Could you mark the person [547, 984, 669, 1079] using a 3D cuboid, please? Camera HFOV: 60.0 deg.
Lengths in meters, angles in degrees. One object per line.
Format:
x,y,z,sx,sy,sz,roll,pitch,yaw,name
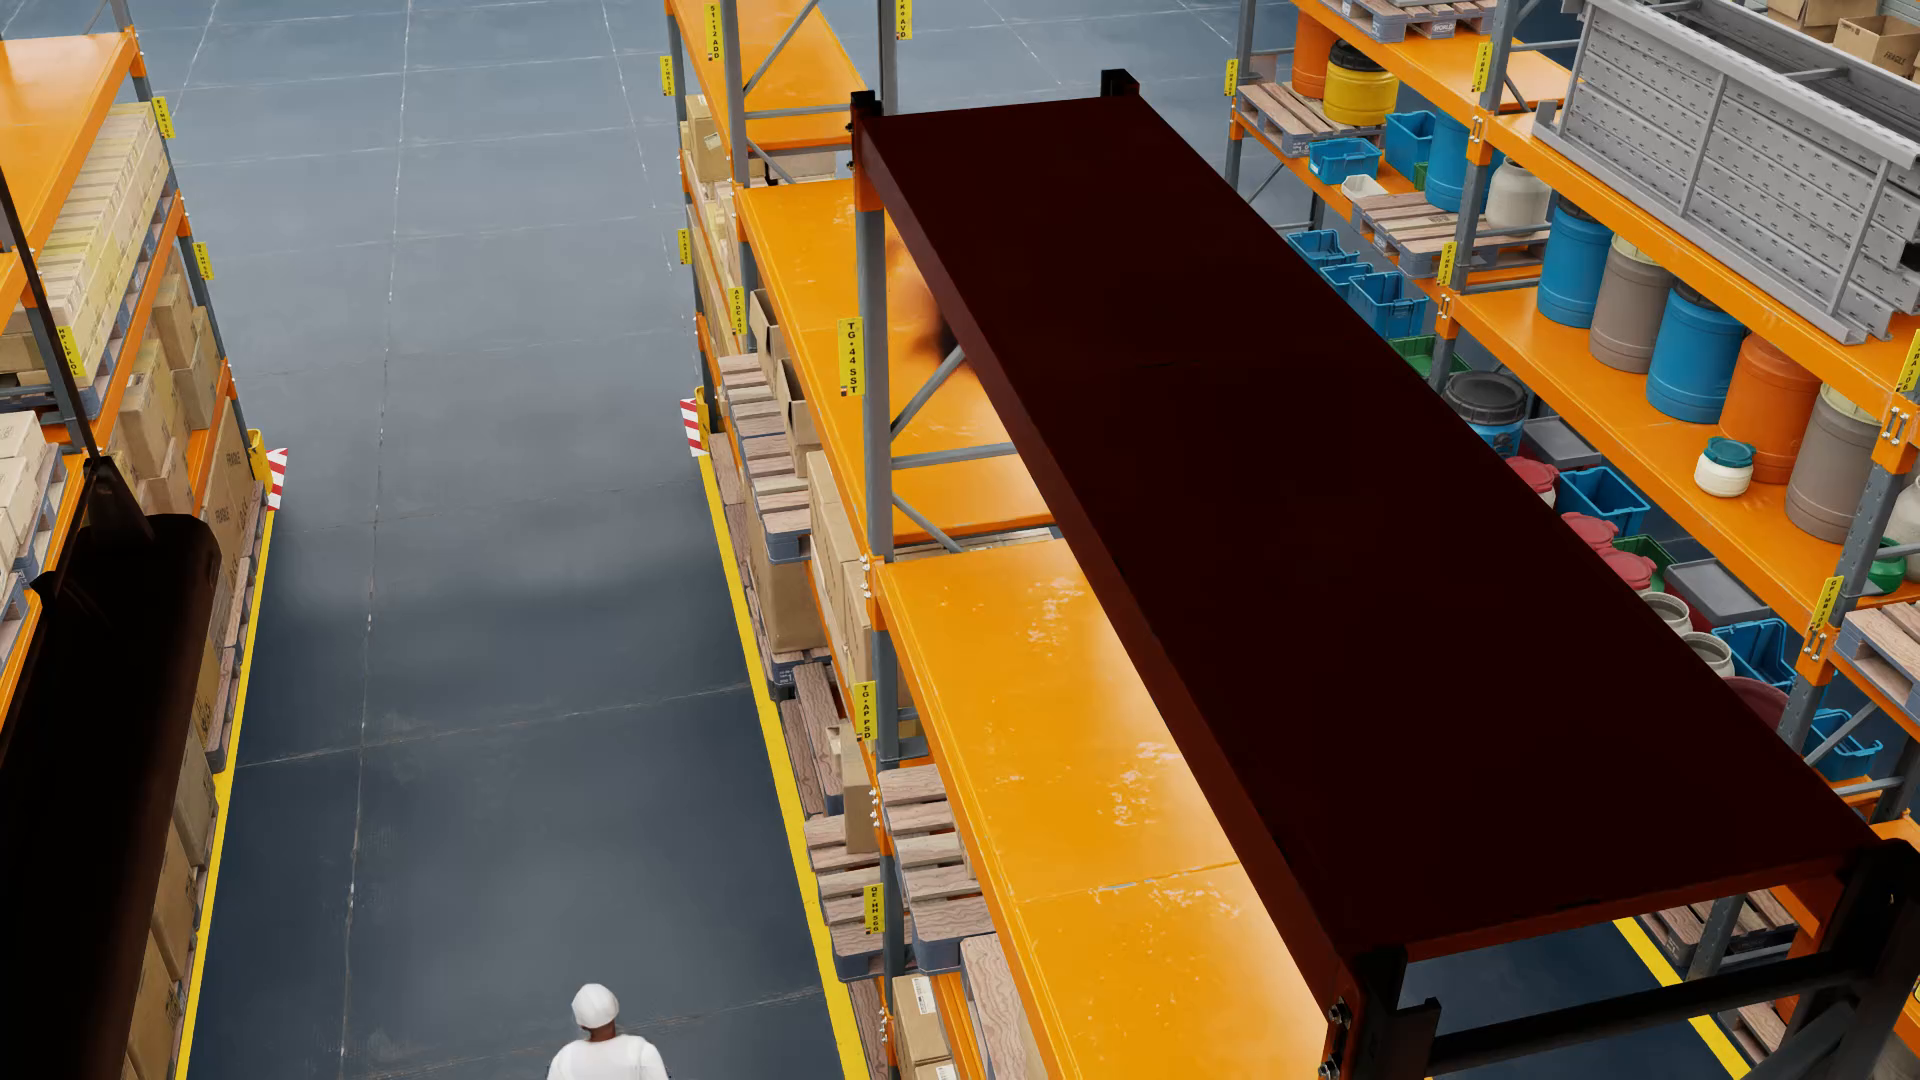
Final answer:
-1.679,2.931,8.284,0.704,1.710,0.700,-4,35,-5,person
